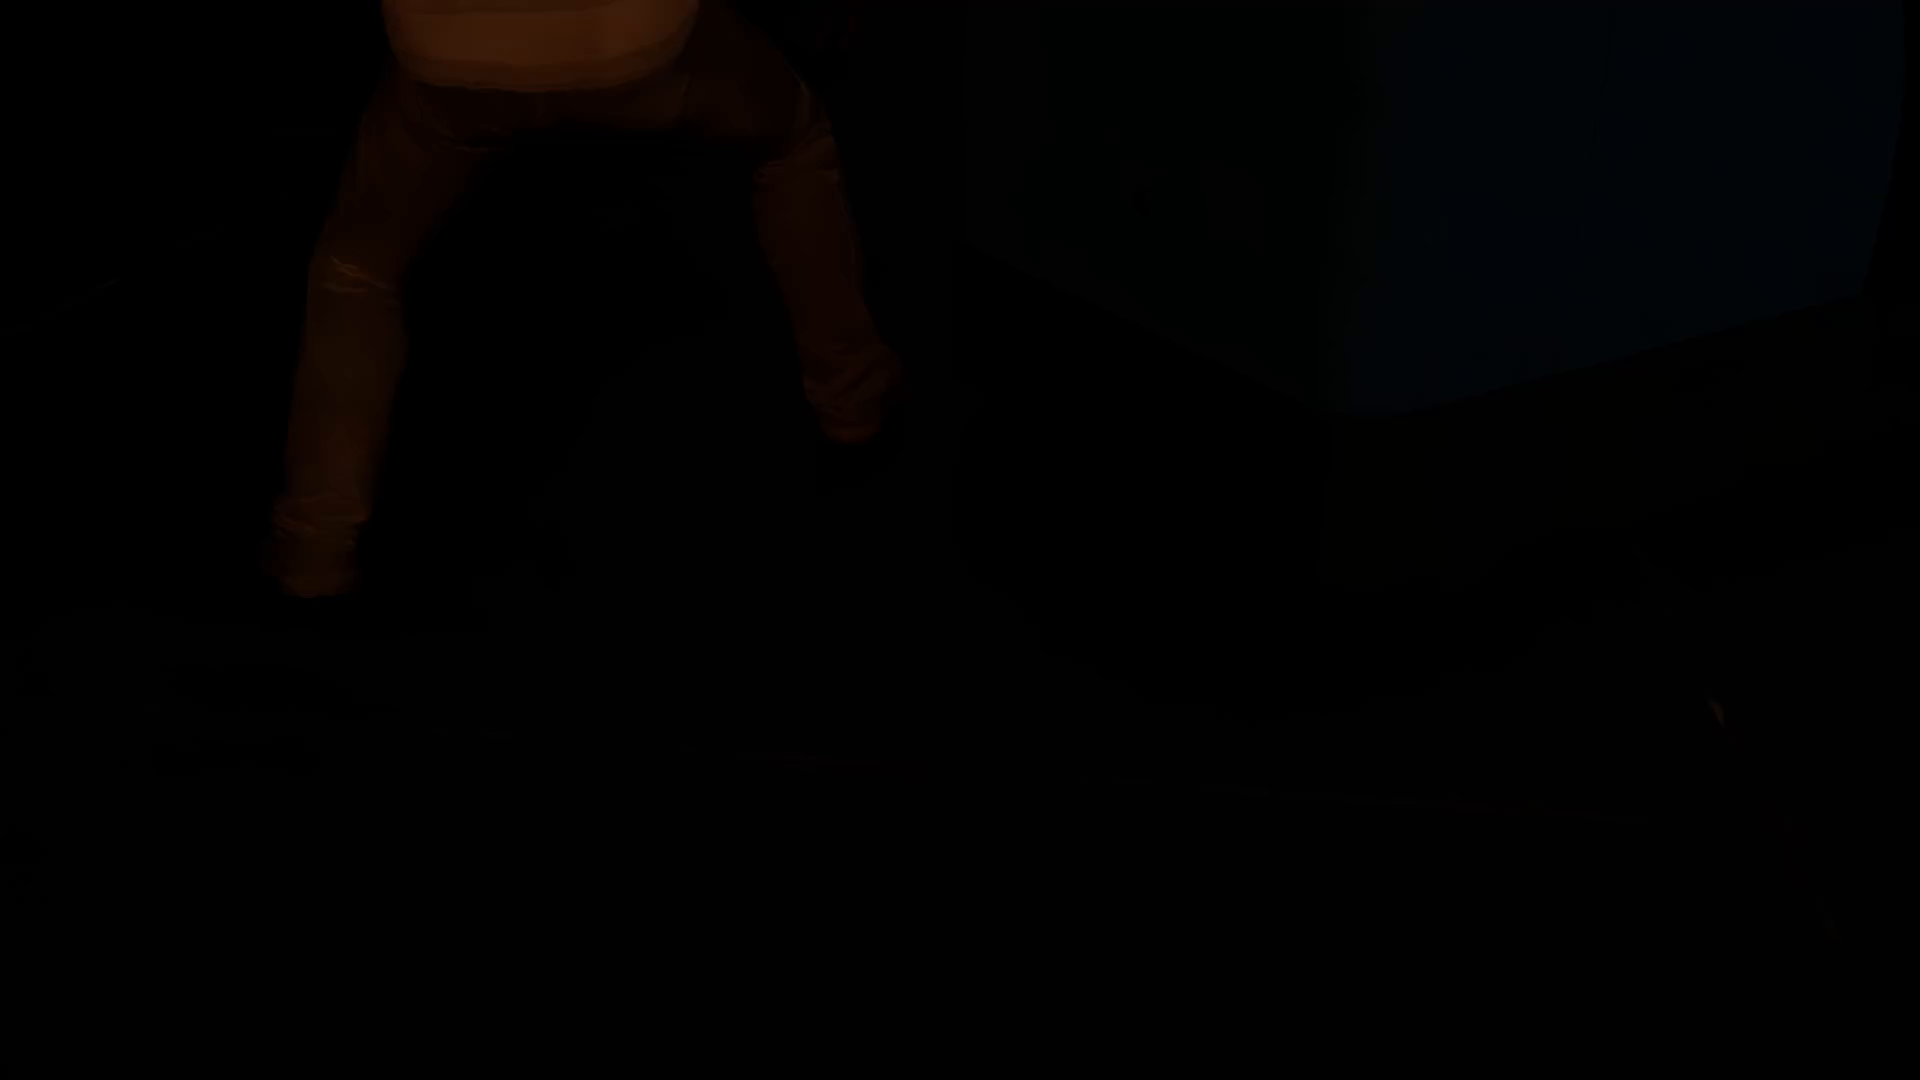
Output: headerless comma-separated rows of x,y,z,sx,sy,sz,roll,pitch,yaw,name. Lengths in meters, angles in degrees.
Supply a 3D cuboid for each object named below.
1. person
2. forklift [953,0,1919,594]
-0.627,-0.785,2.329,1.036,1.621,0.863,2,27,4,person
1.515,-1.714,2.653,3.031,2.935,1.130,-15,30,-28,forklift
